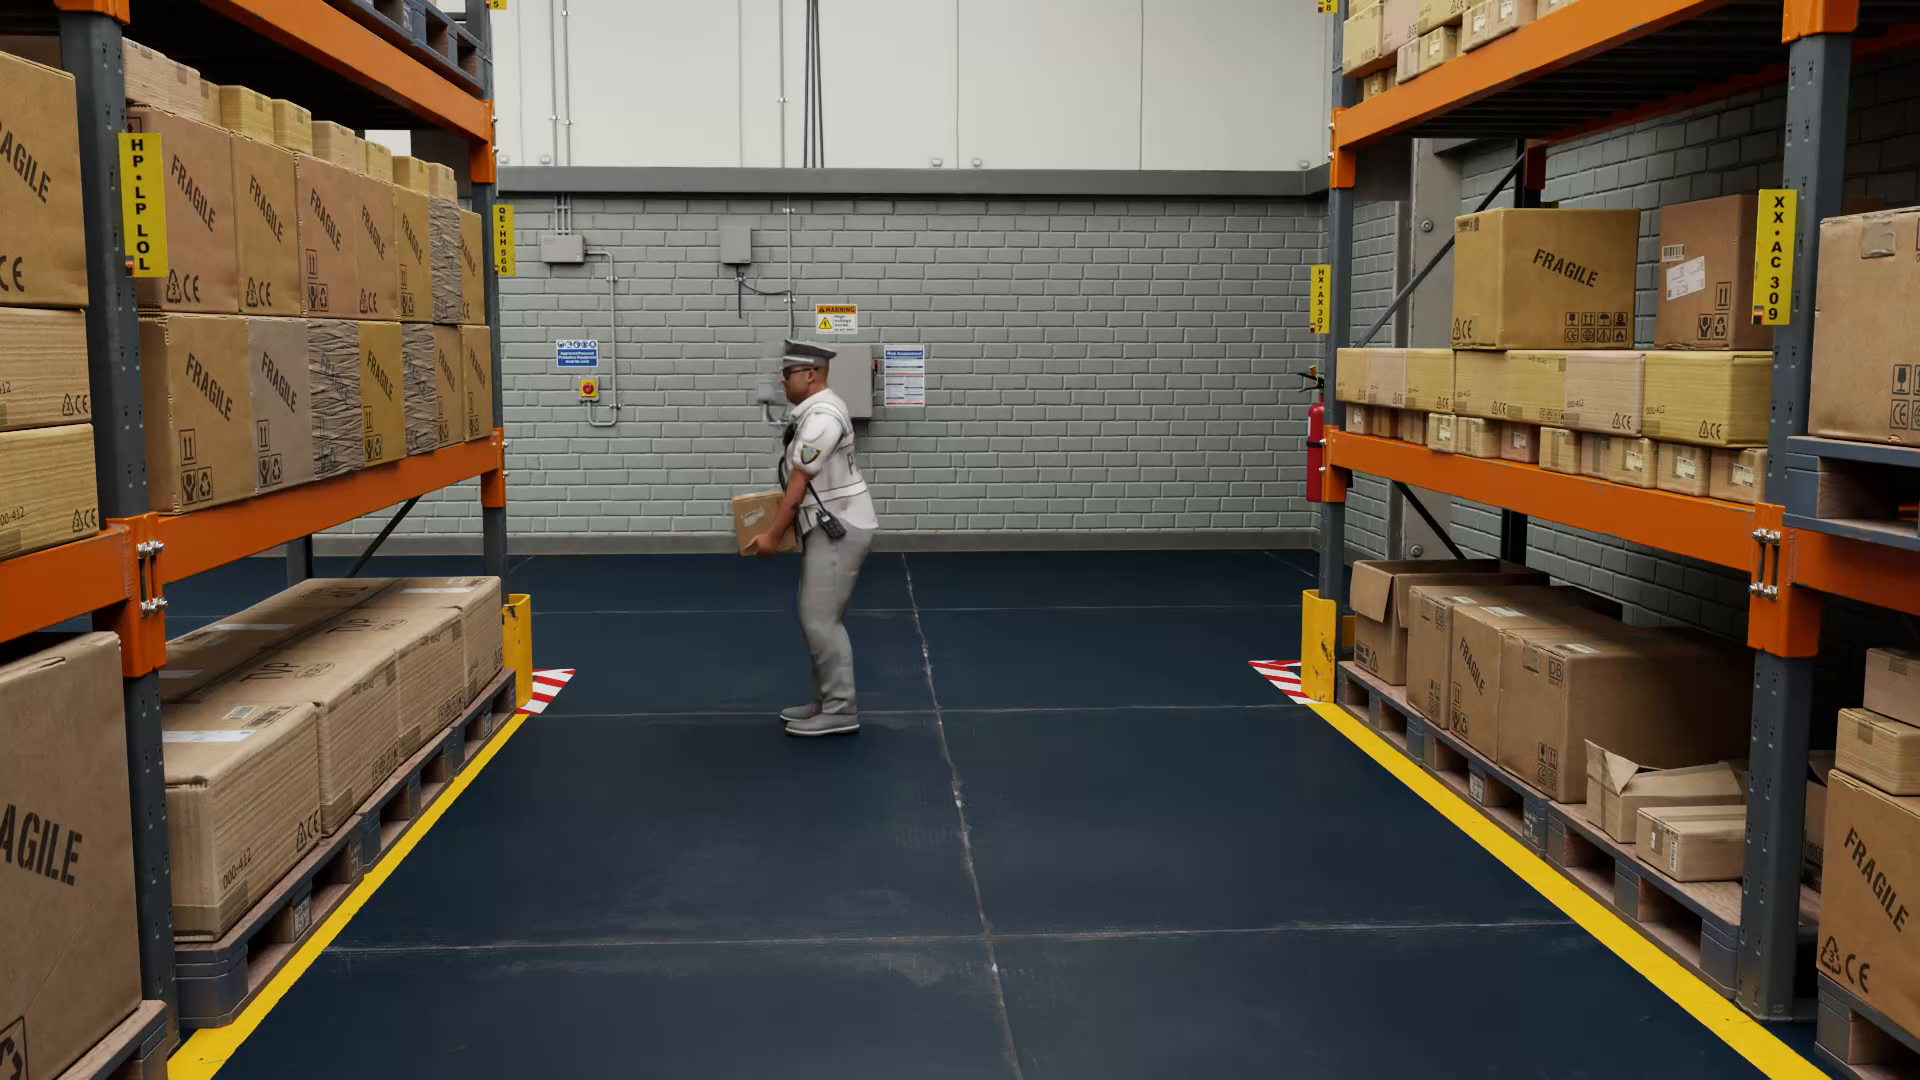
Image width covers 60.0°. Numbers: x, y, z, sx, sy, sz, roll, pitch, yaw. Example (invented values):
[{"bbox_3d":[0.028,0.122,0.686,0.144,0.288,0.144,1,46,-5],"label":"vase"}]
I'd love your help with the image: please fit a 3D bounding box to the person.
[{"bbox_3d":[-0.658,-0.016,7.406,0.588,1.747,0.487,-1,7,-5],"label":"person"}]
